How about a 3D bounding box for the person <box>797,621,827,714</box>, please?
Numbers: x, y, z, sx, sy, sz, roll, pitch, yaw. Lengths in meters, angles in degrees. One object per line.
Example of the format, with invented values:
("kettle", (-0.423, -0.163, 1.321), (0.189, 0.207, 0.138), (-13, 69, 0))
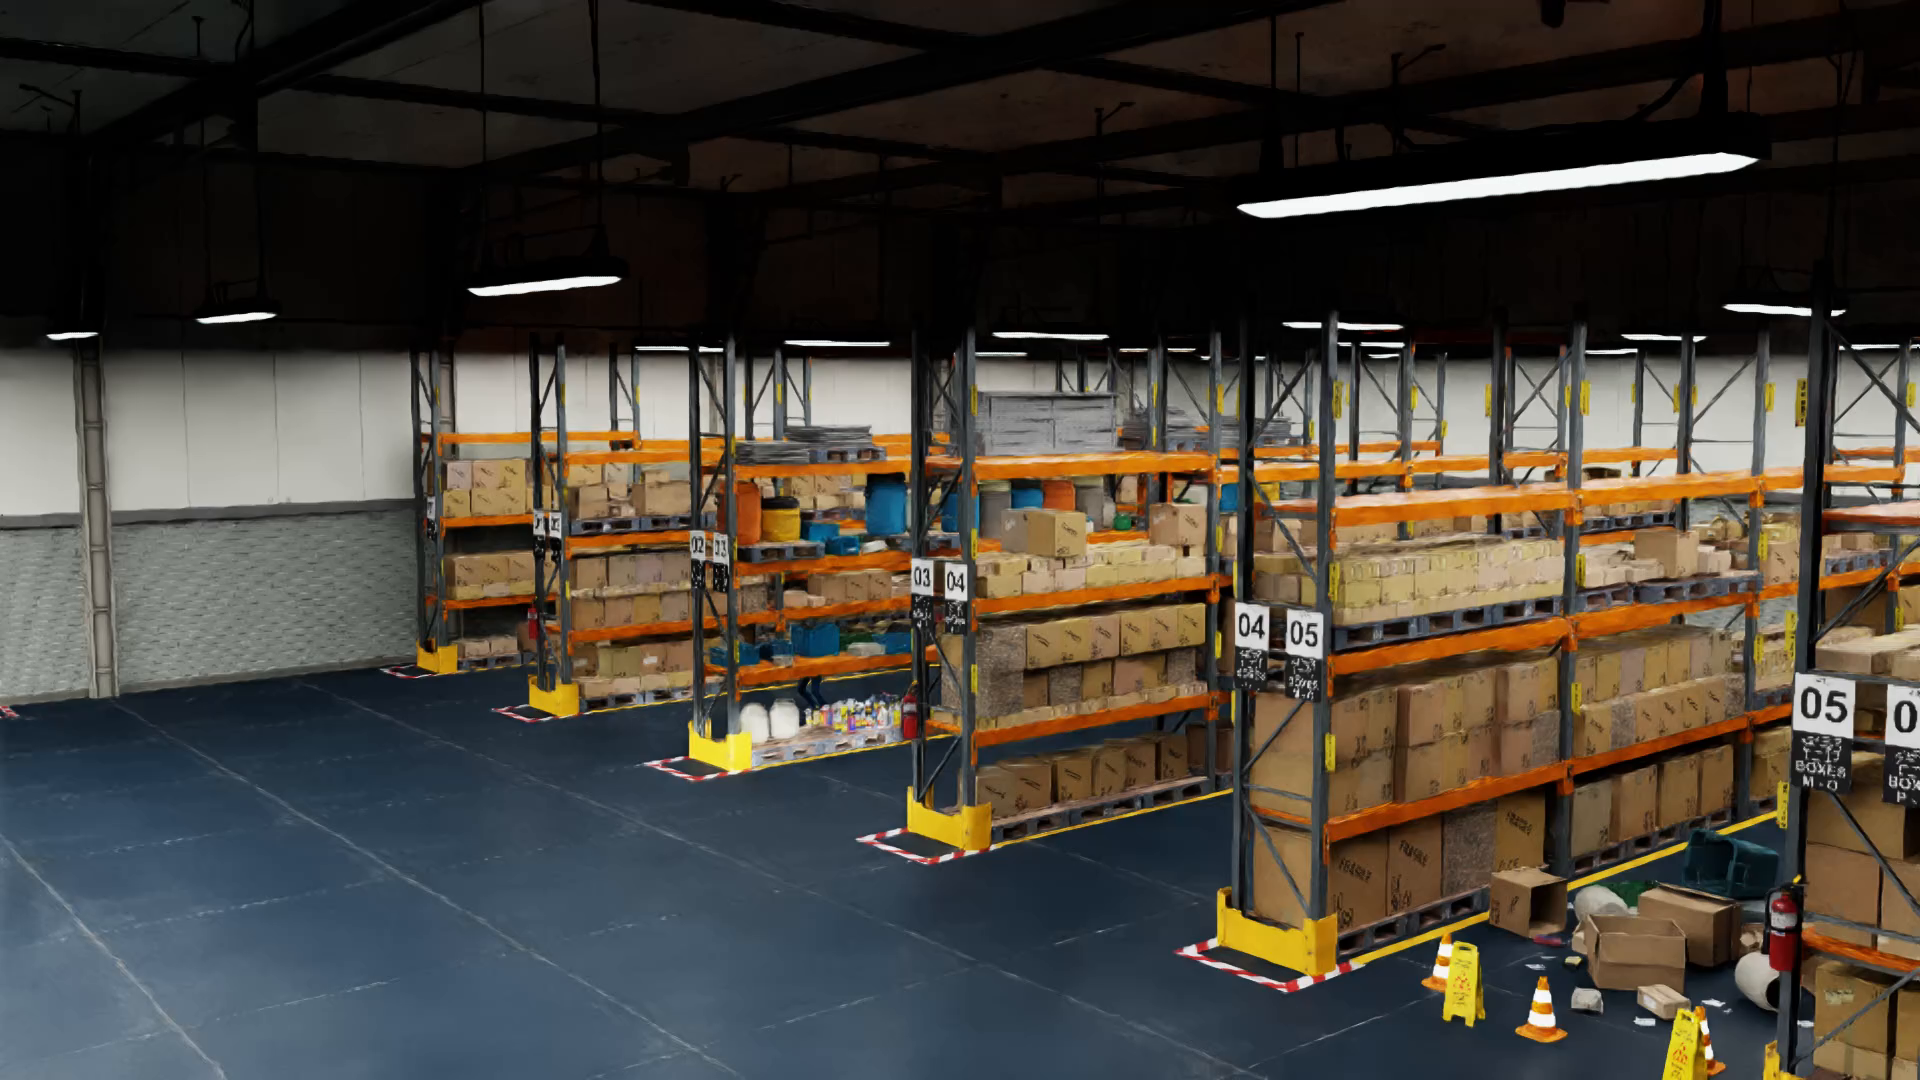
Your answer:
("person", (-2.303, 2.010, 25.895), (0.516, 1.538, 0.566), (-5, 7, -41))
